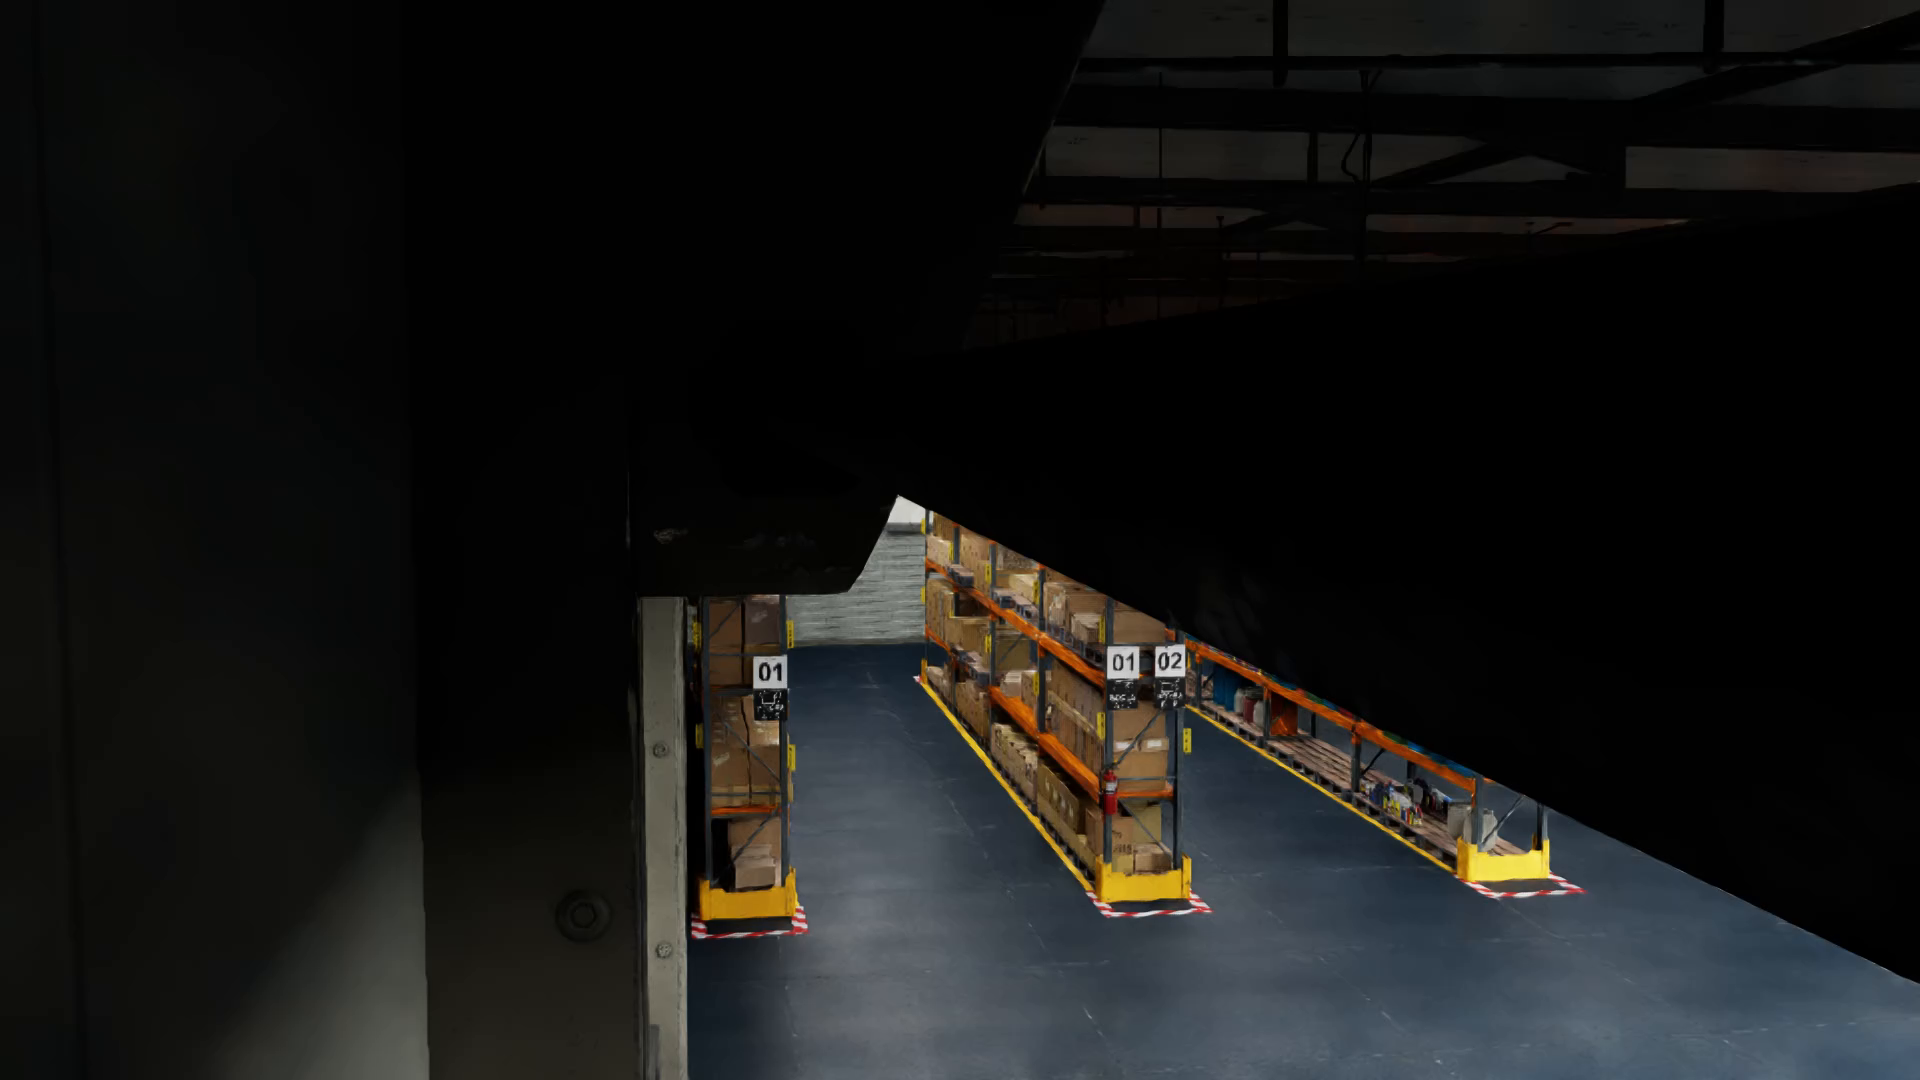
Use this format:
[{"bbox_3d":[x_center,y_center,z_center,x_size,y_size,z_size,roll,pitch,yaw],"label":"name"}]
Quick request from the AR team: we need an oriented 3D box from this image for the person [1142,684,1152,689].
[{"bbox_3d":[3.121,3.110,27.737,0.330,1.641,0.468,-4,6,-37],"label":"person"}]
